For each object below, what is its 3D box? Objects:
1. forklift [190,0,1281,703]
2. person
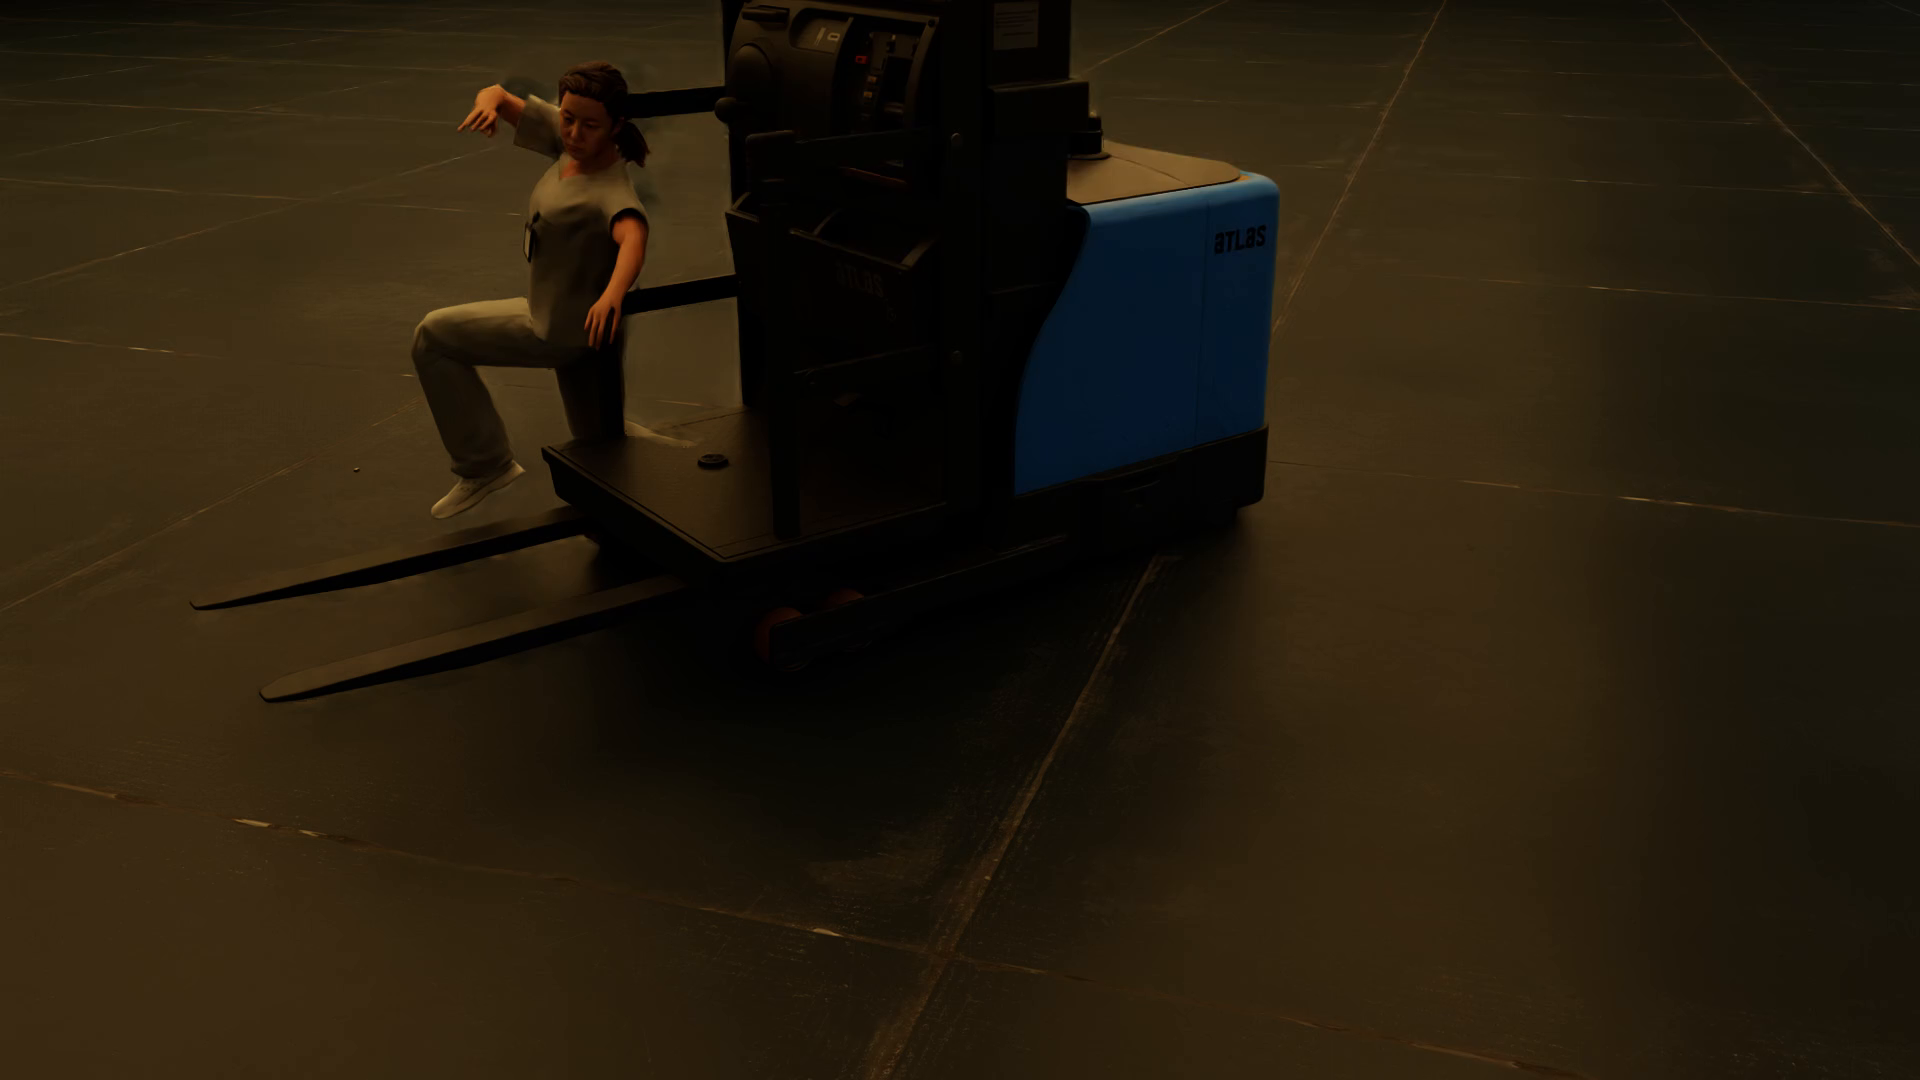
[{"bbox_3d":[-0.520,-1.241,4.285,3.031,2.935,1.130,-16,27,-34],"label":"forklift"},{"bbox_3d":[-1.171,-0.595,4.593,0.942,1.358,0.884,3,23,7],"label":"person"}]
